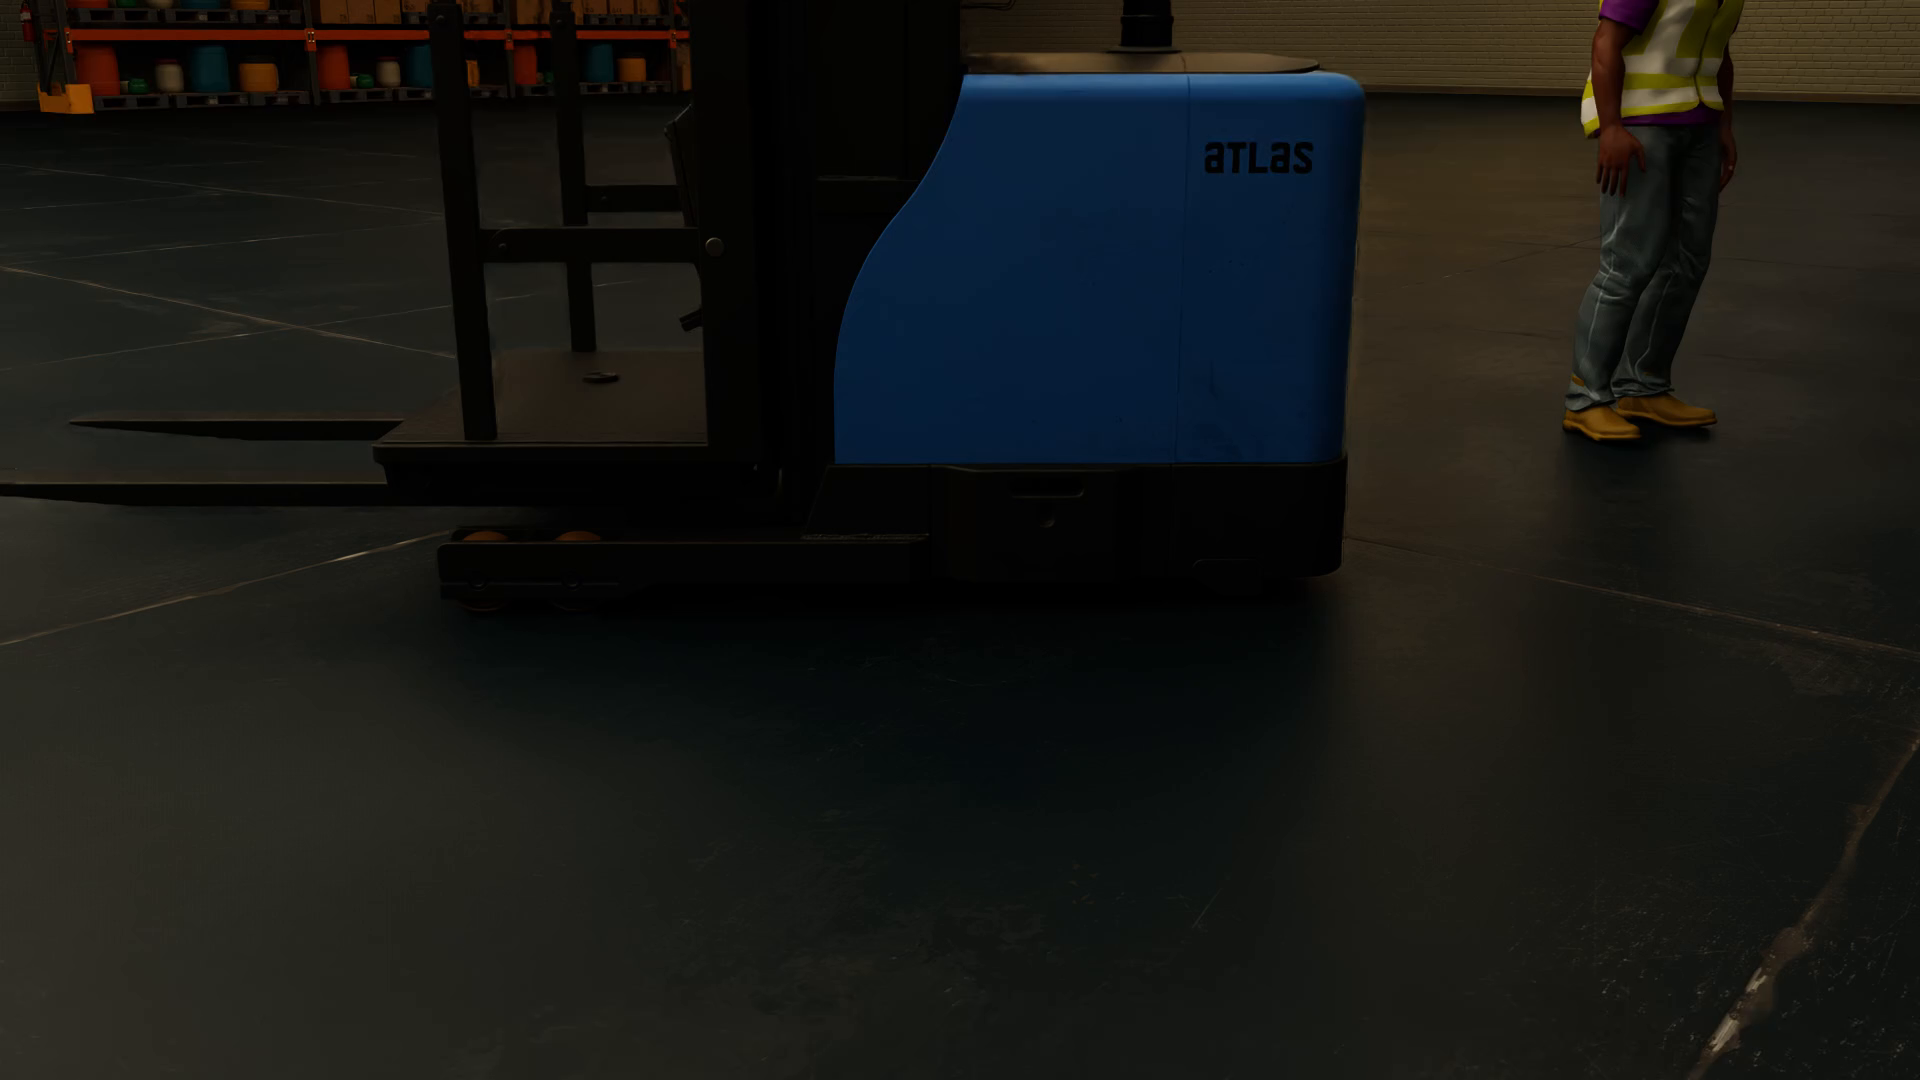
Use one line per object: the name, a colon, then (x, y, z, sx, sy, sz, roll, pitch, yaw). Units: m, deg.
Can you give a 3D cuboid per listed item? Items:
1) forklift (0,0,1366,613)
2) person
forklift: (-0.709, -1.406, 3.529, 3.031, 2.935, 1.130, 0, 17, 0)
person: (2.062, -1.186, 4.828, 0.629, 1.759, 0.461, -11, 20, -33)
